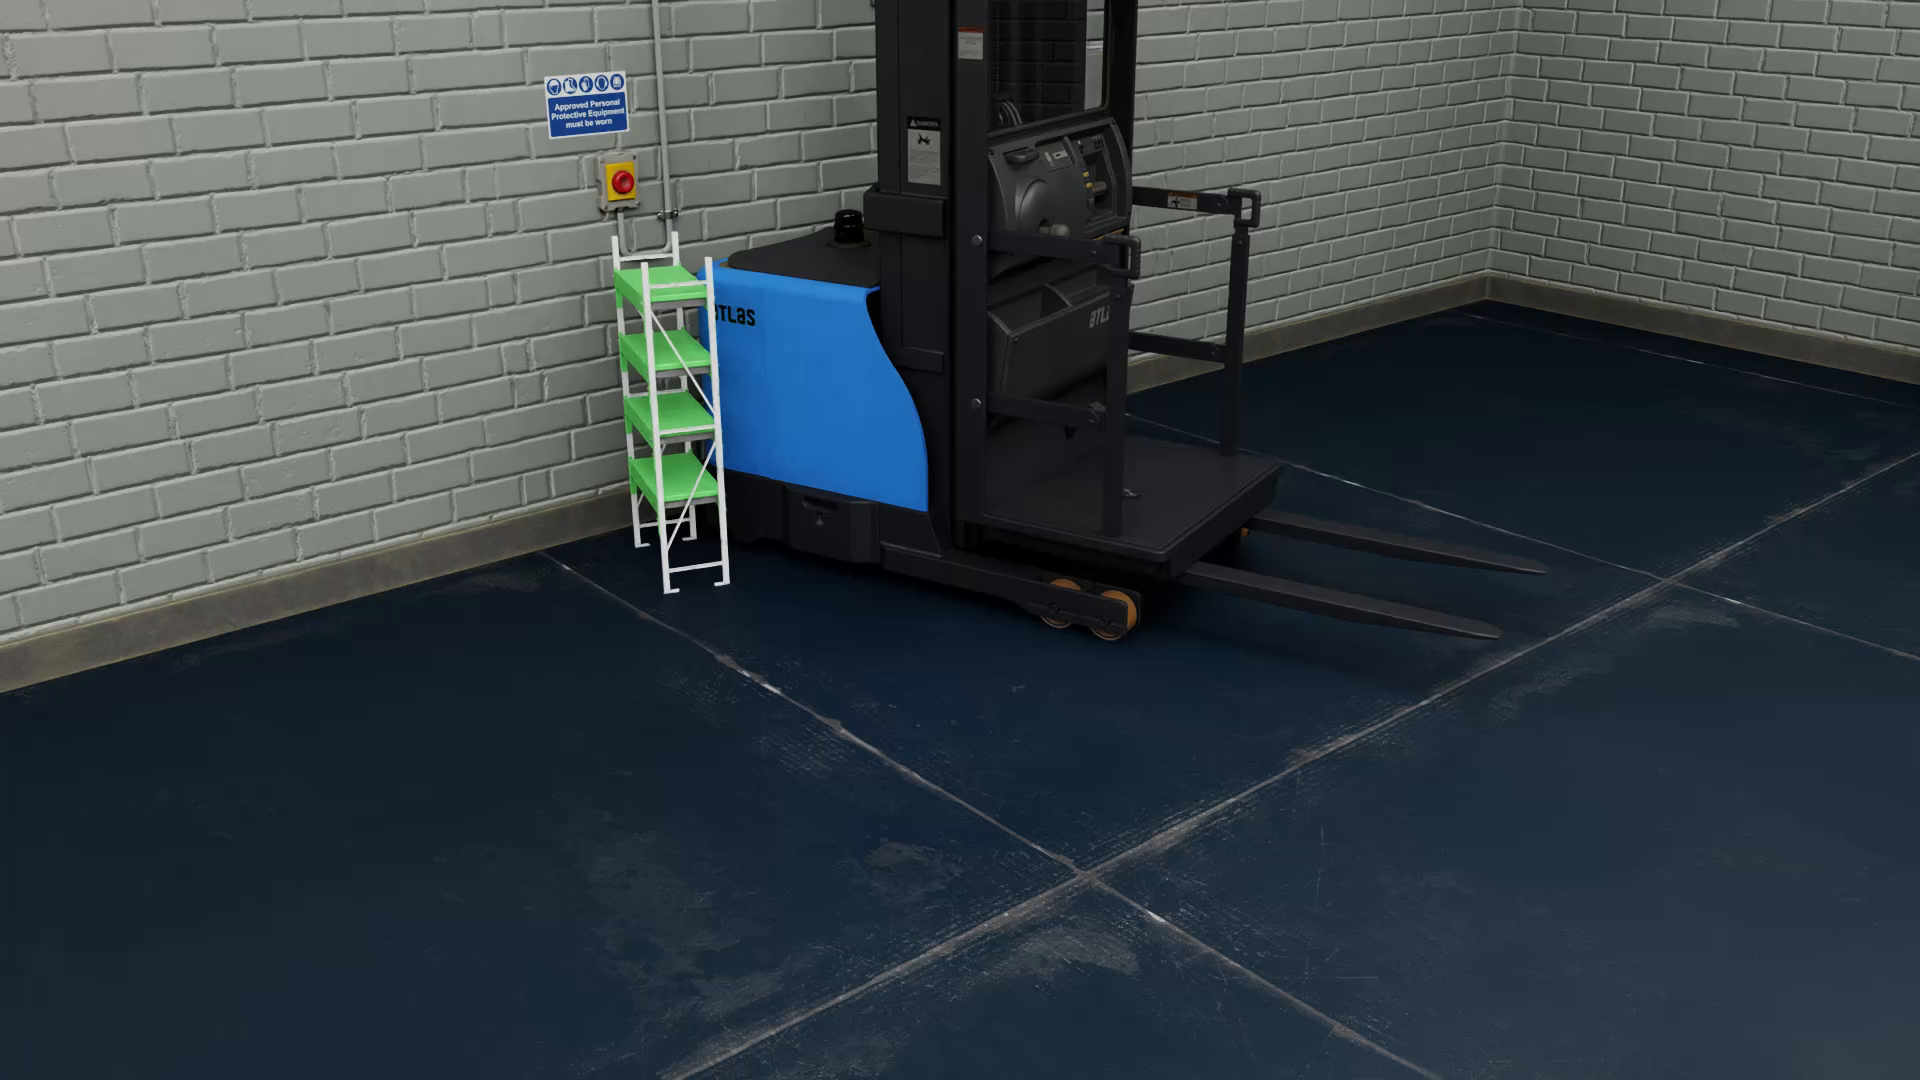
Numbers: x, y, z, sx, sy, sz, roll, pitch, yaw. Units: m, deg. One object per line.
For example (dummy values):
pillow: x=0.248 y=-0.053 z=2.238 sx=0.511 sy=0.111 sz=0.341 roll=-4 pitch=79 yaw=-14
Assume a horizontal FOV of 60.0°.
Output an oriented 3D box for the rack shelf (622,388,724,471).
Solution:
rack shelf: x=-1.048 y=-0.407 z=6.053 sx=0.258 sy=0.148 sz=0.480 roll=-9 pitch=23 yaw=-21

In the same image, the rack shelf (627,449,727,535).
rack shelf: x=-1.048 y=-0.183 z=6.140 sx=0.258 sy=0.148 sz=0.480 roll=-9 pitch=23 yaw=-21

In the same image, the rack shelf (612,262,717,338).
rack shelf: x=-1.048 y=-0.854 z=5.878 sx=0.258 sy=0.148 sz=0.480 roll=-9 pitch=23 yaw=-21

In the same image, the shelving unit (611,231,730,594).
shelving unit: x=-1.048 y=-0.466 z=6.029 sx=0.258 sy=1.200 sz=0.503 roll=-9 pitch=23 yaw=-21

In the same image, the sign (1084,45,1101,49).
sign: x=0.651 y=-2.038 z=7.706 sx=0.329 sy=0.494 sz=0.001 roll=-17 pitch=27 yaw=-37

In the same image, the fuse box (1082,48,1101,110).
fuse box: x=0.412 y=-1.308 z=7.477 sx=0.539 sy=1.711 sz=0.414 roll=-17 pitch=27 yaw=-37

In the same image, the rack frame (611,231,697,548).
rack frame: x=-1.142 y=-0.548 z=6.239 sx=0.240 sy=1.200 sz=0.015 roll=-9 pitch=23 yaw=-21

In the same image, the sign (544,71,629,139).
sign: x=-1.351 y=-1.579 z=6.033 sx=0.327 sy=0.218 sz=0.001 roll=-17 pitch=27 yaw=-37

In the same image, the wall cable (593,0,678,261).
wall cable: x=-1.274 y=-1.936 z=5.877 sx=0.585 sy=1.953 sz=0.123 roll=-17 pitch=27 yaw=-37

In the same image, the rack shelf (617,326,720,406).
rack shelf: x=-1.048 y=-0.630 z=5.965 sx=0.258 sy=0.148 sz=0.480 roll=-9 pitch=23 yaw=-21

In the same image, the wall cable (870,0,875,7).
wall cable: x=-0.208 y=-2.262 z=6.753 sx=0.588 sy=1.984 sz=0.122 roll=-17 pitch=27 yaw=-37

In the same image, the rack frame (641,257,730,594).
rack frame: x=-0.955 y=-0.384 z=5.819 sx=0.240 sy=1.200 sz=0.015 roll=-9 pitch=23 yaw=-21

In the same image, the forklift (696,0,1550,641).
forklift: x=0.533 y=-1.246 z=5.647 sx=3.031 sy=2.935 sz=1.130 roll=13 pitch=25 yaw=29
